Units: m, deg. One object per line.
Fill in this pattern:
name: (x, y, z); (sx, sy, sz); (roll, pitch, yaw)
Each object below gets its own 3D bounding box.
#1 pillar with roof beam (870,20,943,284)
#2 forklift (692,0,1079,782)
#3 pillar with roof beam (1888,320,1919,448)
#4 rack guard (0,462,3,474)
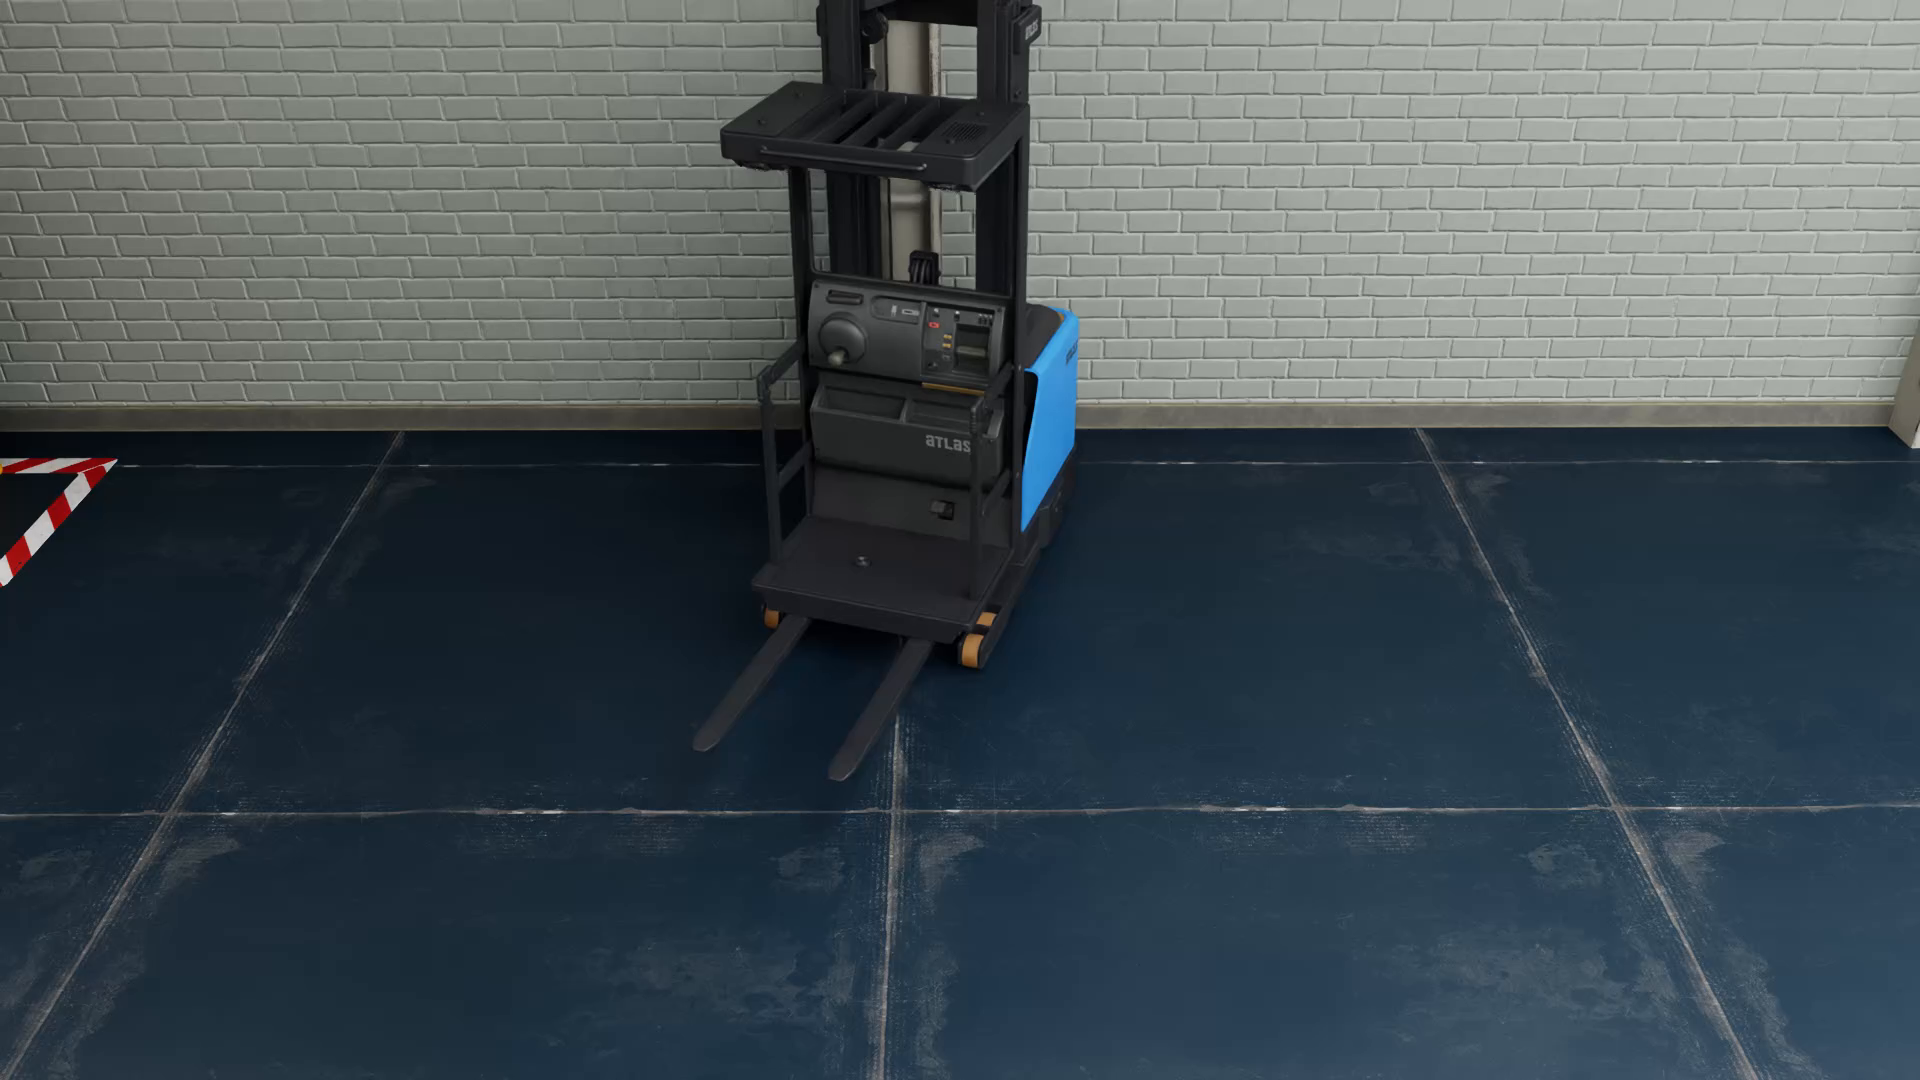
pillar with roof beam: (-0.271, -2.209, 3.715); (0.400, 9.000, 9.100); (0, 31, 0)
forklift: (-0.315, -0.888, 7.388); (1.130, 2.935, 3.031); (10, 33, 16)
pillar with roof beam: (5.729, -2.228, 3.746); (0.400, 9.000, 9.100); (0, 31, 0)
rack guard: (-5.571, -0.324, 8.803); (0.348, 0.500, 1.175); (0, 31, 0)
